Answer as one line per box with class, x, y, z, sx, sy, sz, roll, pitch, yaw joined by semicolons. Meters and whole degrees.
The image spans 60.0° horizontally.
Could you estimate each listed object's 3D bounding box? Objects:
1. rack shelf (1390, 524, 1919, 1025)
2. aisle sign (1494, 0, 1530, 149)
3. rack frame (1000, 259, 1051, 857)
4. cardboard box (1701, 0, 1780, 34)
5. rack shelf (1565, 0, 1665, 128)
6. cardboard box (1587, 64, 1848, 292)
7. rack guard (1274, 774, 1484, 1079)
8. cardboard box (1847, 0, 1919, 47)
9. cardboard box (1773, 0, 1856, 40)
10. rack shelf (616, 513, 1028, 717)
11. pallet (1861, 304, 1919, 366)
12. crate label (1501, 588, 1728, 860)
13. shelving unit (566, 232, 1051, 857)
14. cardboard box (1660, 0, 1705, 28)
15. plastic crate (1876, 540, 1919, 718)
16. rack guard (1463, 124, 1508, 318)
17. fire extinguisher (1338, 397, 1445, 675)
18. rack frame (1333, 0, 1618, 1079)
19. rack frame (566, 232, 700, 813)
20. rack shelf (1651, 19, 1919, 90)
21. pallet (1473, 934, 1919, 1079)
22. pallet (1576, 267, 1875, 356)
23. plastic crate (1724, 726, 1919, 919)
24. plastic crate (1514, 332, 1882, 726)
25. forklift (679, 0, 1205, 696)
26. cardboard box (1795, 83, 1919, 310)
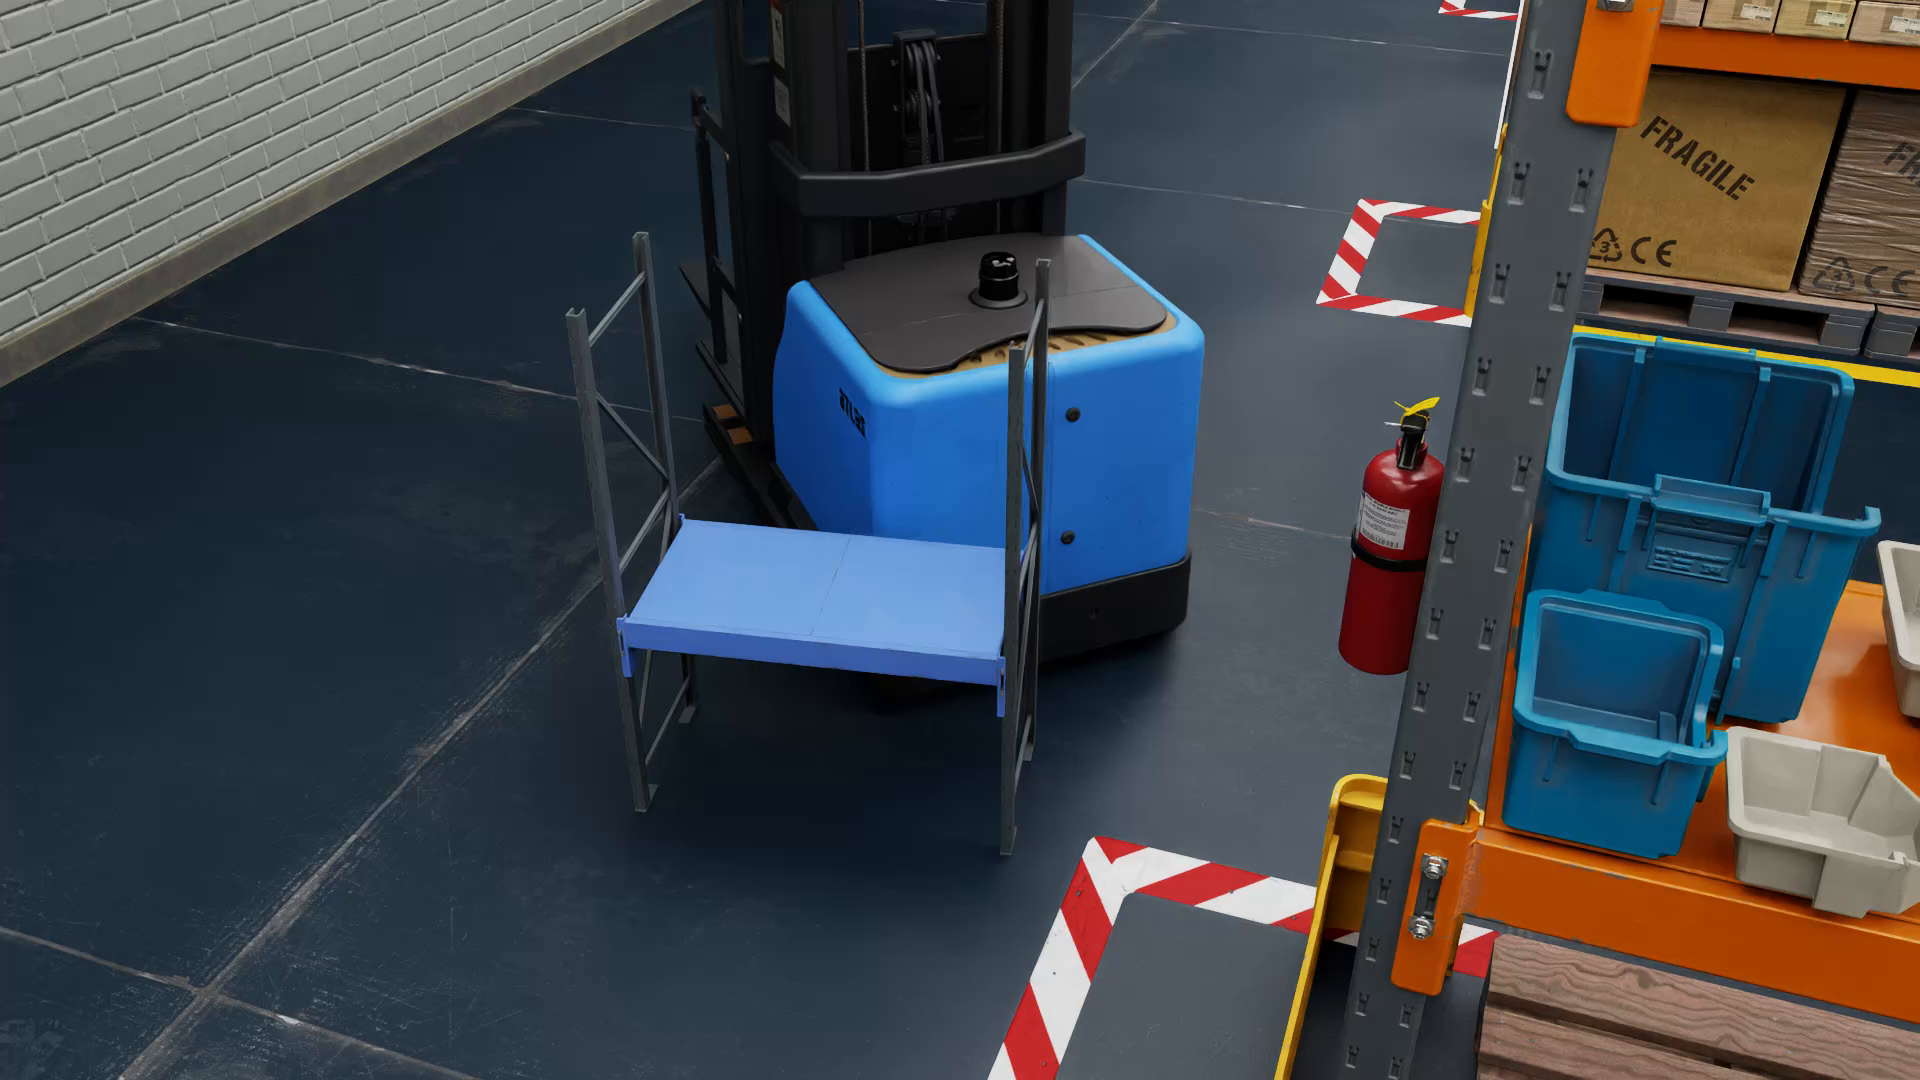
rack shelf;2.783;0.704;2.558;4.000;0.370;1.077;11;34;16
aisle sign;0.733;-0.918;2.010;0.004;0.787;0.394;11;34;16
rack frame;0.163;0.081;4.242;0.032;1.500;0.500;5;33;8
cardboard box;3.037;-2.108;6.482;0.250;0.149;0.380;11;34;16
rack shelf;2.783;-0.556;1.744;4.000;0.370;1.077;11;34;16
cardboard box;3.201;-1.701;7.191;0.875;0.875;0.875;11;34;16
rack guard;0.874;1.088;3.604;0.348;0.500;1.175;11;34;16
cardboard box;3.524;-2.015;6.336;0.250;0.149;0.380;10;34;16
cardboard box;3.278;-2.062;6.409;0.250;0.149;0.380;10;34;15
rack shelf;-0.338;0.186;4.411;1.000;0.185;0.538;5;33;8
pallet;4.495;-0.992;7.091;1.213;0.211;1.003;11;34;16
crate label;1.022;0.294;2.628;0.303;0.233;0.416;11;34;16
shelving unit;-0.338;0.035;4.314;1.048;1.500;0.538;5;33;8
cardboard box;2.795;-2.155;6.553;0.250;0.149;0.380;11;35;17
plastic crate;1.729;0.178;2.897;0.243;0.136;0.396;11;34;16
rack guard;2.549;-1.448;7.532;0.348;0.500;1.175;11;34;16
fire extinguisher;0.912;-0.035;3.454;0.183;0.674;0.296;11;34;16
rack frame;0.901;0.035;2.930;0.127;3.000;1.000;11;34;16
rack frame;-0.839;-0.011;4.385;0.032;1.500;0.500;5;33;8
rack shelf;4.454;-1.825;6.475;4.000;0.370;1.077;11;34;16
pallet;1.664;1.378;3.422;1.213;0.211;1.003;11;34;16
pallet;3.351;-1.216;7.438;1.213;0.211;1.003;11;34;16
plastic crate;1.296;0.435;2.498;0.298;0.136;0.250;11;34;16
plastic crate;1.279;-0.039;2.957;0.499;0.435;0.616;11;34;16
forklift;-0.319;-1.561;5.465;1.130;2.935;3.031;-13;35;-19
cardboard box;4.058;-1.535;6.933;0.875;0.875;0.875;11;34;16
